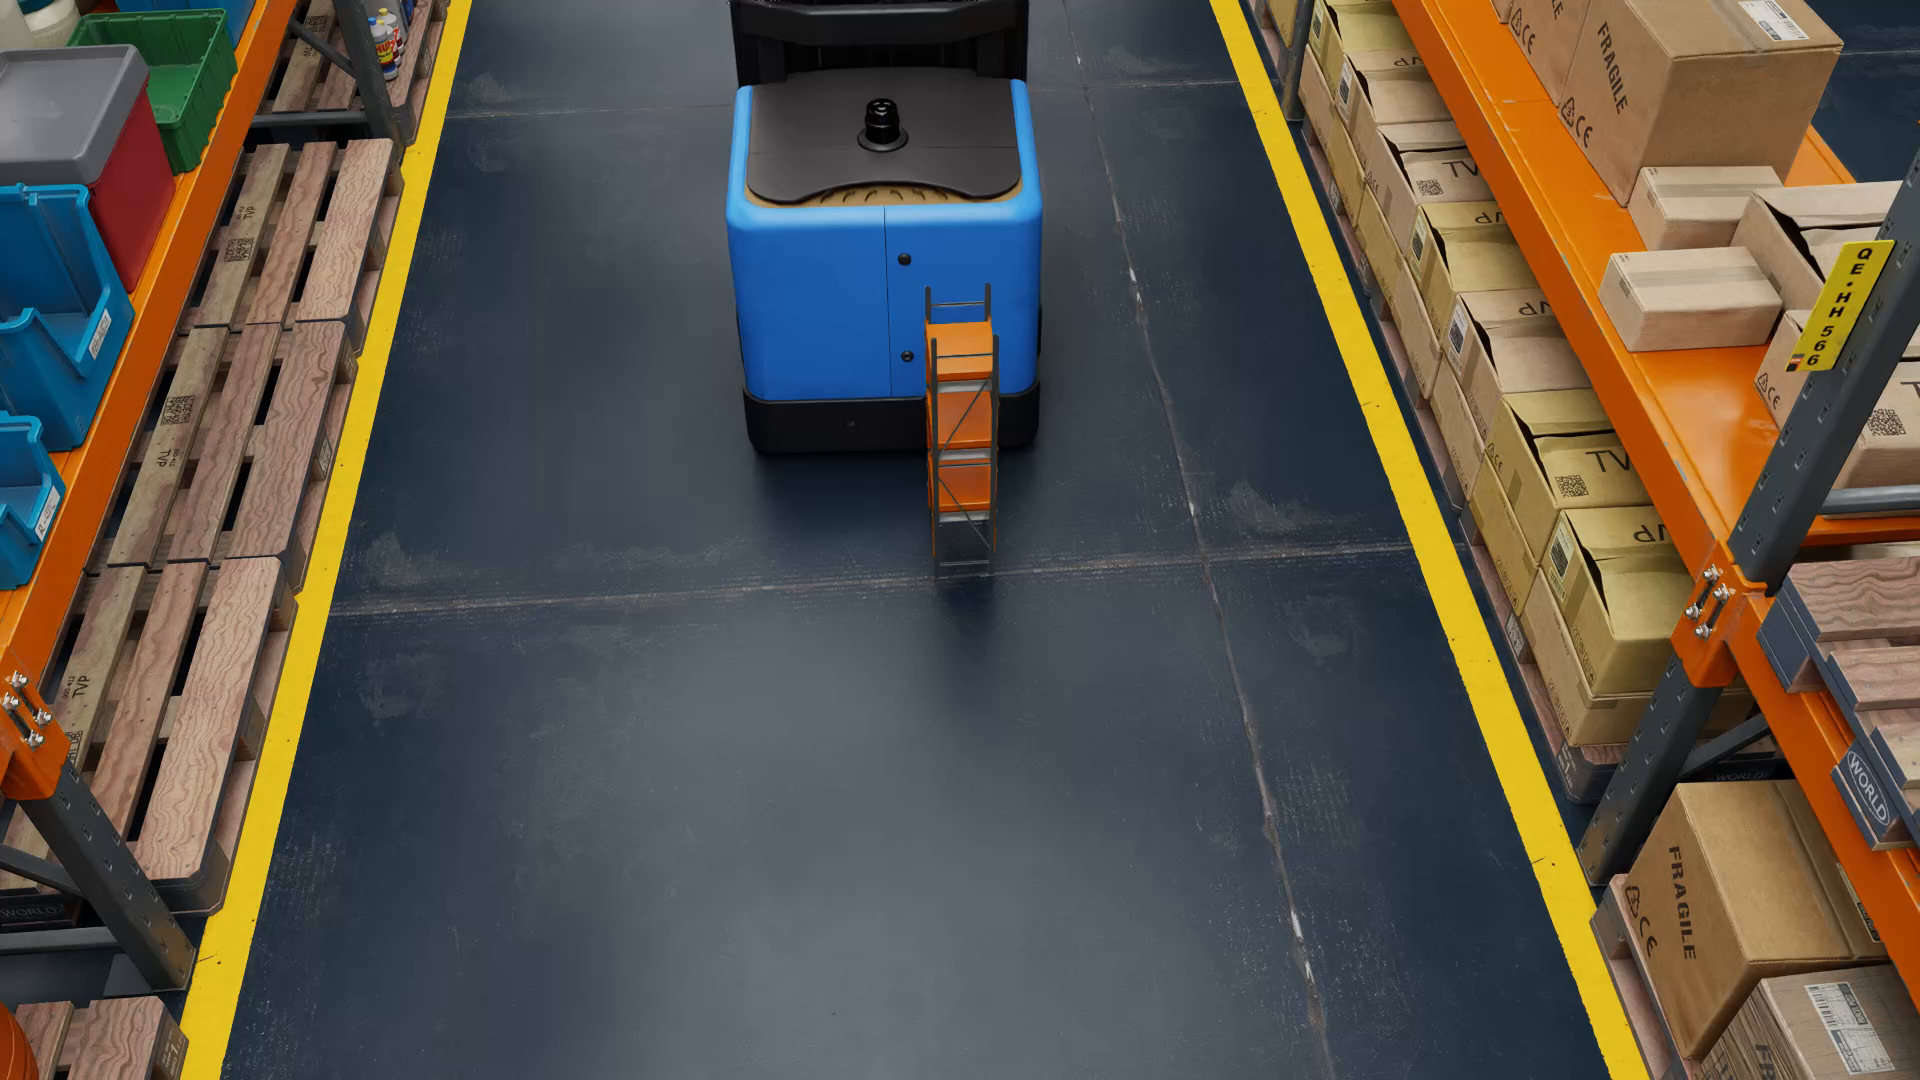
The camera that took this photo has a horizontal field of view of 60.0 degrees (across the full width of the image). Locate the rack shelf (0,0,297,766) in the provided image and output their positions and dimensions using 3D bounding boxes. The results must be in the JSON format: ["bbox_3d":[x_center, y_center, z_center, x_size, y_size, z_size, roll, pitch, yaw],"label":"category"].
[{"bbox_3d":[-2.796,-1.003,5.129,1.077,0.370,4.000,-3,47,-3],"label":"rack shelf"}]

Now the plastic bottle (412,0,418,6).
[{"bbox_3d":[-2.633,-2.683,7.747,0.144,0.351,0.185,-5,47,-5],"label":"plastic bottle"}]

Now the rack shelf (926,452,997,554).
[{"bbox_3d":[0.004,-0.124,5.542,0.215,0.259,0.240,-3,47,-3],"label":"rack shelf"}]

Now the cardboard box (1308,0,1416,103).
[{"bbox_3d":[1.760,-2.073,6.866,0.500,0.311,0.500,-3,47,-3],"label":"cardboard box"}]

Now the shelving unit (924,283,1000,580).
[{"bbox_3d":[0.004,-0.322,5.332,0.215,1.050,0.252,-3,47,-3],"label":"shelving unit"}]

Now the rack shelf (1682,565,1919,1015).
[{"bbox_3d":[2.476,1.593,2.671,1.077,0.370,4.000,-3,47,-3],"label":"rack shelf"}]

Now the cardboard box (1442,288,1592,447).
[{"bbox_3d":[1.929,-0.598,5.469,0.500,0.311,0.500,-4,47,-4],"label":"cardboard box"}]

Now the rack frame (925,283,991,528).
[{"bbox_3d":[-0.006,-0.411,5.416,0.200,1.050,0.008,-3,47,-3],"label":"rack frame"}]

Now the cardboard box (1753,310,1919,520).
[{"bbox_3d":[2.321,-0.336,4.064,0.500,0.311,0.500,-1,47,-1],"label":"cardboard box"}]

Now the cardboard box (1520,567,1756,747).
[{"bbox_3d":[2.021,0.334,4.972,0.500,0.250,0.500,-2,47,-2],"label":"cardboard box"}]

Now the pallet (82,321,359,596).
[{"bbox_3d":[-2.753,-0.288,5.877,1.003,0.211,1.213,-3,47,-3],"label":"pallet"}]

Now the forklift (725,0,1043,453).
[{"bbox_3d":[-0.303,-2.380,5.986,1.130,2.935,3.031,-2,47,-2],"label":"forklift"}]

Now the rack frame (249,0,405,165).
[{"bbox_3d":[-2.963,-2.697,6.238,1.000,3.000,0.127,-3,47,-3],"label":"rack frame"}]

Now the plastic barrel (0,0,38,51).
[{"bbox_3d":[-3.040,-1.507,5.018,0.433,0.535,0.433,0,47,0],"label":"plastic barrel"}]

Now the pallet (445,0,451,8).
[{"bbox_3d":[-3.083,-3.111,8.551,1.003,0.211,1.213,-3,47,-3],"label":"pallet"}]

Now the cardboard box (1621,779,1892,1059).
[{"bbox_3d":[2.061,0.954,4.199,0.500,0.500,0.500,-2,47,-2],"label":"cardboard box"}]

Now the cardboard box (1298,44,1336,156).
[{"bbox_3d":[1.760,-1.887,7.076,0.500,0.250,0.500,-5,47,-4],"label":"cardboard box"}]

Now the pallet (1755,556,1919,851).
[{"bbox_3d":[2.435,0.451,3.389,1.213,0.211,1.003,-3,47,-3],"label":"pallet"}]

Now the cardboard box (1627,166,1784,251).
[{"bbox_3d":[2.145,-0.934,4.742,0.380,0.149,0.250,0,47,0],"label":"cardboard box"}]

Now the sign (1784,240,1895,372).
[{"bbox_3d":[1.755,-0.463,3.325,0.100,0.325,0.005,-3,47,-3],"label":"sign"}]

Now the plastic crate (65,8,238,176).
[{"bbox_3d":[-2.536,-1.381,5.138,0.450,0.188,0.662,-3,47,-3],"label":"plastic crate"}]

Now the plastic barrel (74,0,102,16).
[{"bbox_3d":[-3.101,-2.038,5.521,0.433,0.535,0.433,0,47,0],"label":"plastic barrel"}]

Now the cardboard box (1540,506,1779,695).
[{"bbox_3d":[2.019,0.143,4.767,0.500,0.311,0.500,-2,47,-2],"label":"cardboard box"}]

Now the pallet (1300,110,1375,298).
[{"bbox_3d":[2.074,-1.506,7.031,1.003,0.211,1.213,-3,47,-3],"label":"pallet"}]

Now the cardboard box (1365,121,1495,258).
[{"bbox_3d":[1.841,-1.336,6.168,0.500,0.311,0.500,-5,47,-5],"label":"cardboard box"}]

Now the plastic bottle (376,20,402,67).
[{"bbox_3d":[-2.561,-2.217,7.408,0.097,0.201,0.097,0,47,0],"label":"plastic bottle"}]

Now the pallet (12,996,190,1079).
[{"bbox_3d":[-2.521,1.724,3.972,1.003,0.211,1.213,-3,47,-3],"label":"pallet"}]

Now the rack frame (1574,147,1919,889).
[{"bbox_3d":[2.308,-0.101,3.780,1.000,3.000,0.127,-3,47,-3],"label":"rack frame"}]

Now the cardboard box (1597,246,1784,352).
[{"bbox_3d":[1.958,-0.649,4.472,0.380,0.149,0.250,-3,47,-3],"label":"cardboard box"}]

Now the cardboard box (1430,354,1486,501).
[{"bbox_3d":[1.935,-0.403,5.670,0.500,0.250,0.500,-3,47,-2],"label":"cardboard box"}]

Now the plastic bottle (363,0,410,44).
[{"bbox_3d":[-2.607,-2.401,7.531,0.152,0.276,0.135,-2,47,-2],"label":"plastic bottle"}]

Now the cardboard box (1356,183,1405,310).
[{"bbox_3d":[1.848,-1.143,6.371,0.500,0.250,0.500,-5,47,-5],"label":"cardboard box"}]

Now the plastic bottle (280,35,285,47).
[{"bbox_3d":[-3.160,-2.395,7.473,0.144,0.351,0.185,-3,47,-3],"label":"plastic bottle"}]

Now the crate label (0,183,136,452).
[{"bbox_3d":[-2.442,-0.550,4.181,0.502,0.435,0.616,-3,47,-3],"label":"crate label"}]

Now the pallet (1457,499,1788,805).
[{"bbox_3d":[2.278,0.260,5.359,1.003,0.211,1.213,-3,47,-3],"label":"pallet"}]

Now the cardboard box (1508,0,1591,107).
[{"bbox_3d":[2.107,-1.730,5.253,0.500,0.500,0.500,-3,47,-3],"label":"cardboard box"}]
